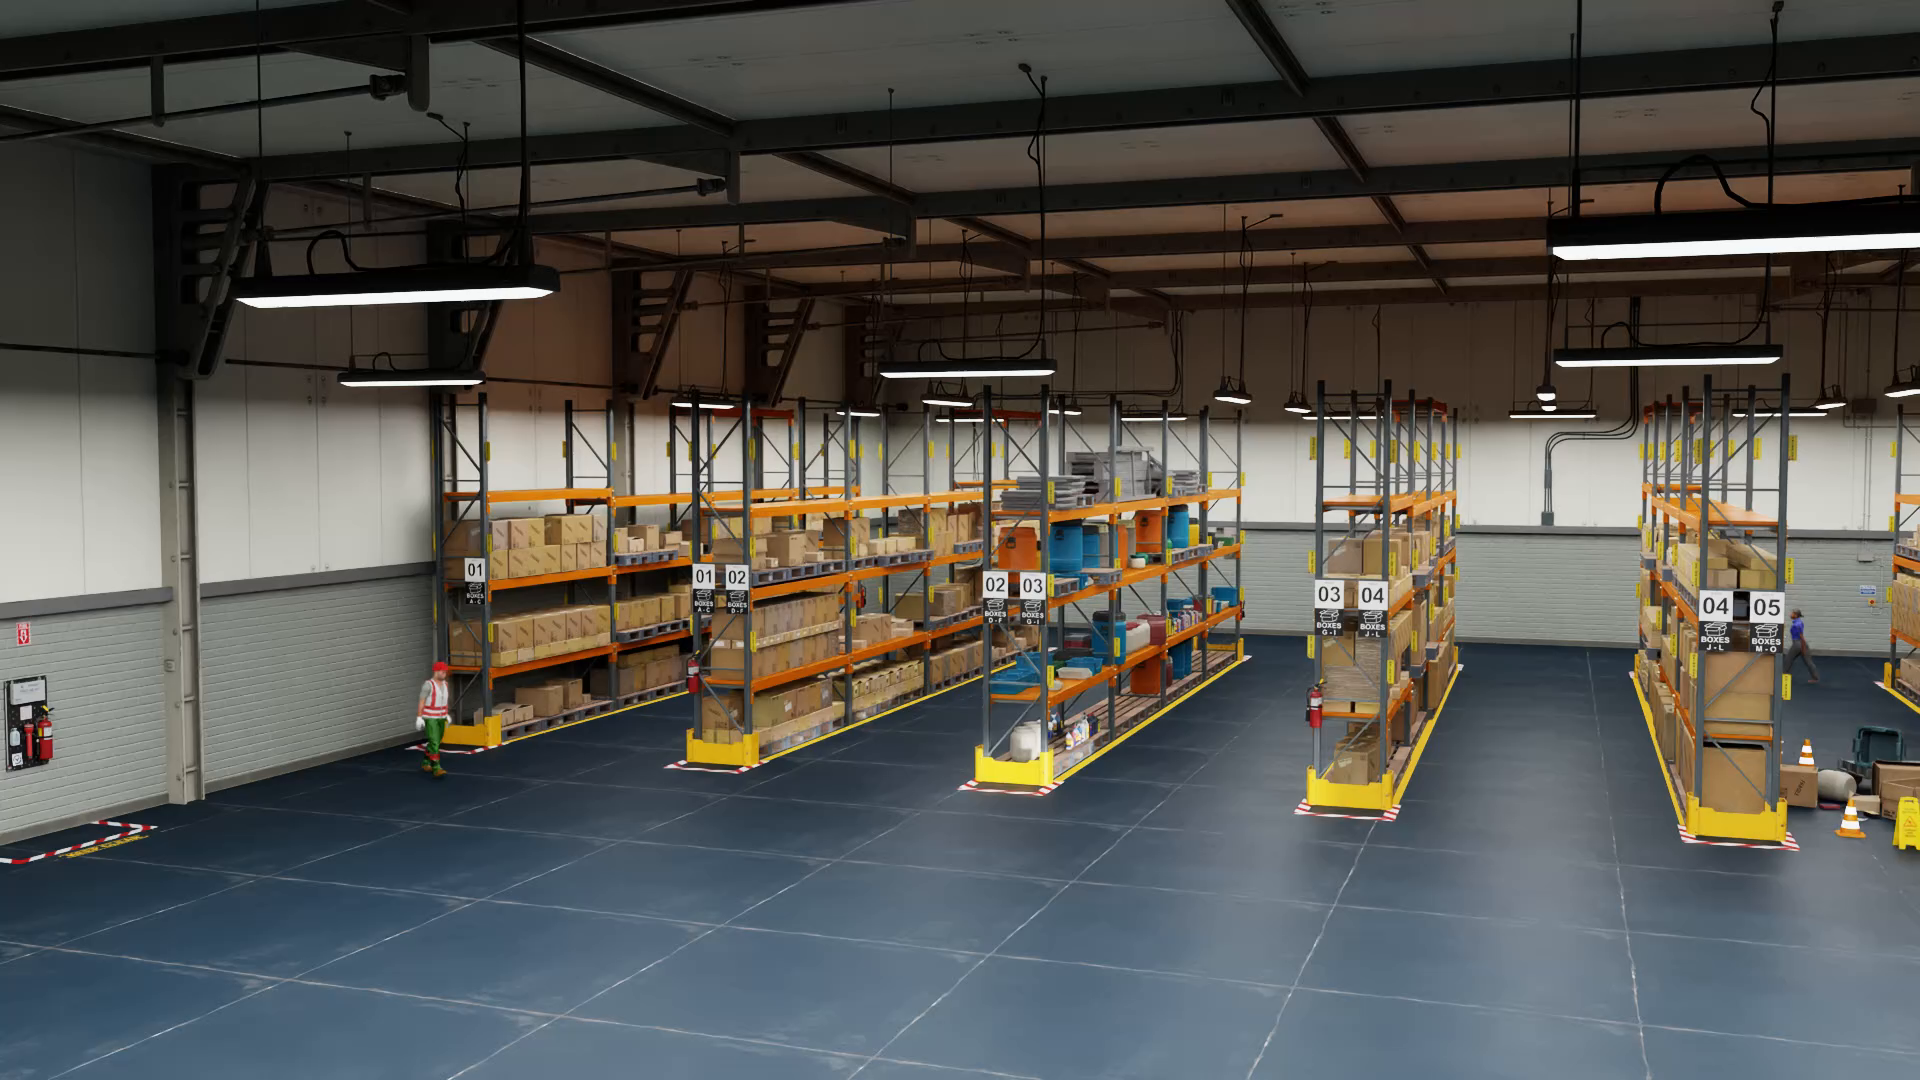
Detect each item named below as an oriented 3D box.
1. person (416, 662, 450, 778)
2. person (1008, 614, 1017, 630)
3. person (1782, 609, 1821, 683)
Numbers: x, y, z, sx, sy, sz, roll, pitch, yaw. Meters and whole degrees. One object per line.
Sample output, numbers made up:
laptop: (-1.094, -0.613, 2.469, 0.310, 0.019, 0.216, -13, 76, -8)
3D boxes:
person: (-8.122, 2.765, 25.736, 0.864, 1.763, 0.599, 2, 3, 29)
person: (1.312, 1.729, 45.600, 0.454, 1.654, 0.601, -2, 3, -27)
person: (18.064, 2.268, 35.905, 0.999, 1.583, 0.438, 3, 4, 44)
